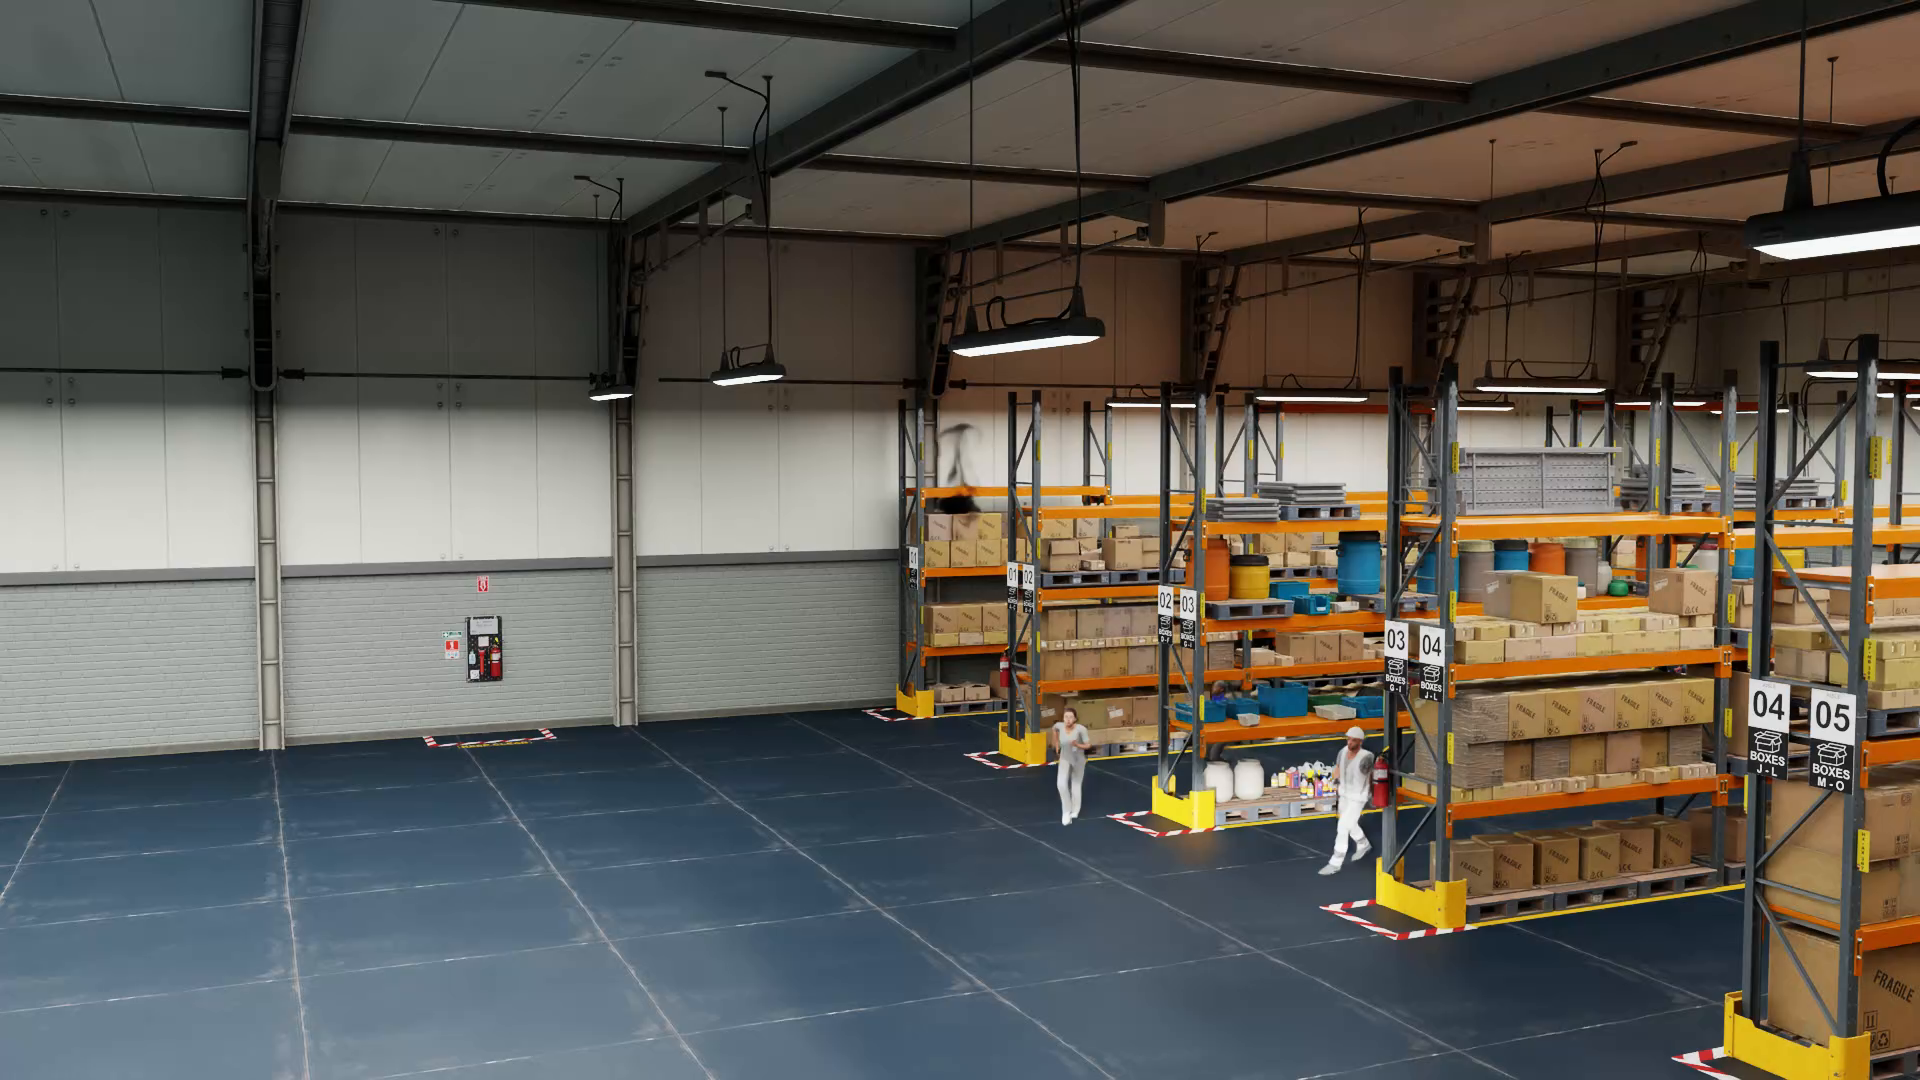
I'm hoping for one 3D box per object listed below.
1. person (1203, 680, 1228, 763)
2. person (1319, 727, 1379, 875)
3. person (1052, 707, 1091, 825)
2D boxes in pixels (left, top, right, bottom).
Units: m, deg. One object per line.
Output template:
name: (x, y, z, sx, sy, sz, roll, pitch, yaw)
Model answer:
person: (3.835, 2.901, 24.965, 0.559, 1.614, 0.570, -2, 4, -25)
person: (4.776, 3.109, 19.932, 0.886, 1.791, 0.724, -2, 4, -31)
person: (1.502, 3.024, 22.426, 0.557, 1.603, 0.876, 1, 3, 11)
